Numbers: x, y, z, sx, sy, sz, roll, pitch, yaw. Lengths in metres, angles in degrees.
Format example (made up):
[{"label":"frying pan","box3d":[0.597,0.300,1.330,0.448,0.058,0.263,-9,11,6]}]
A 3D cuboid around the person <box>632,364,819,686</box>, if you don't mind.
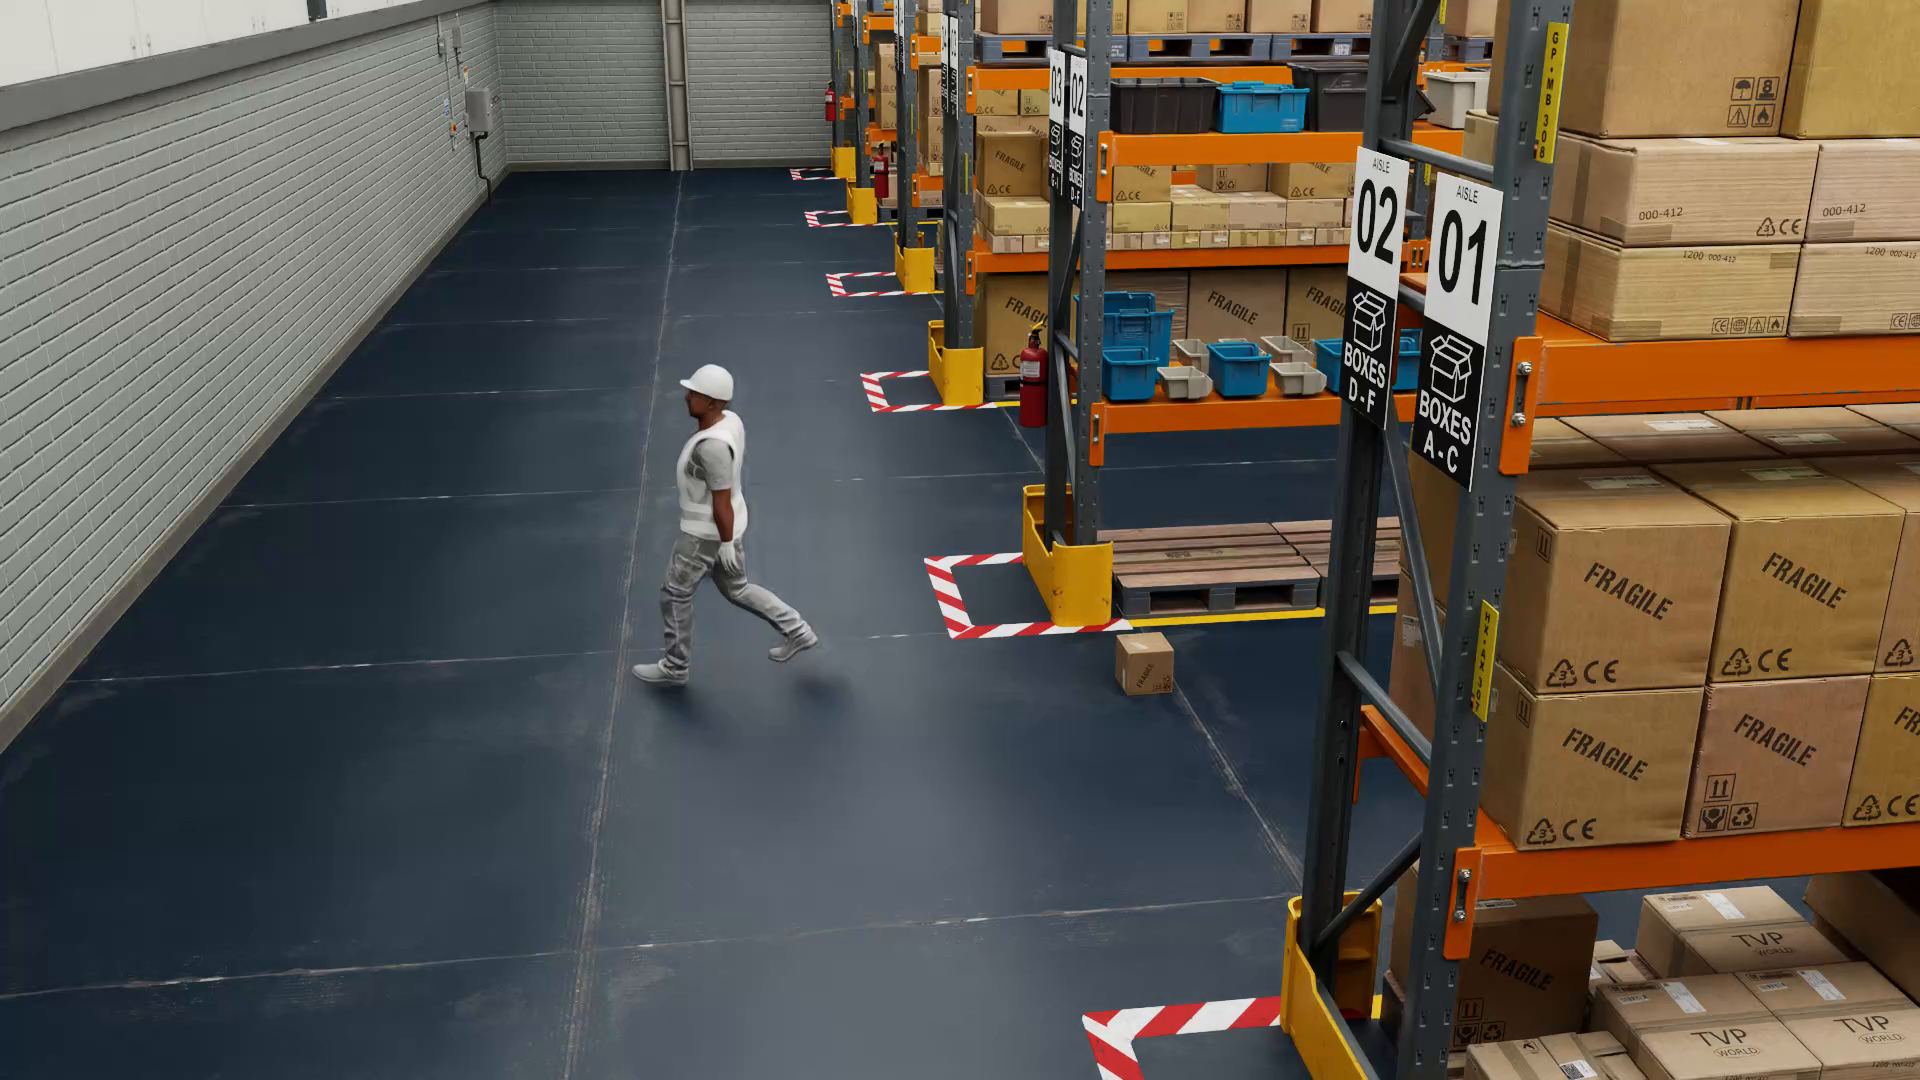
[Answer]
[{"label":"person","box3d":[-1.267,-0.069,8.722,0.993,1.746,0.546,2,20,4]}]
